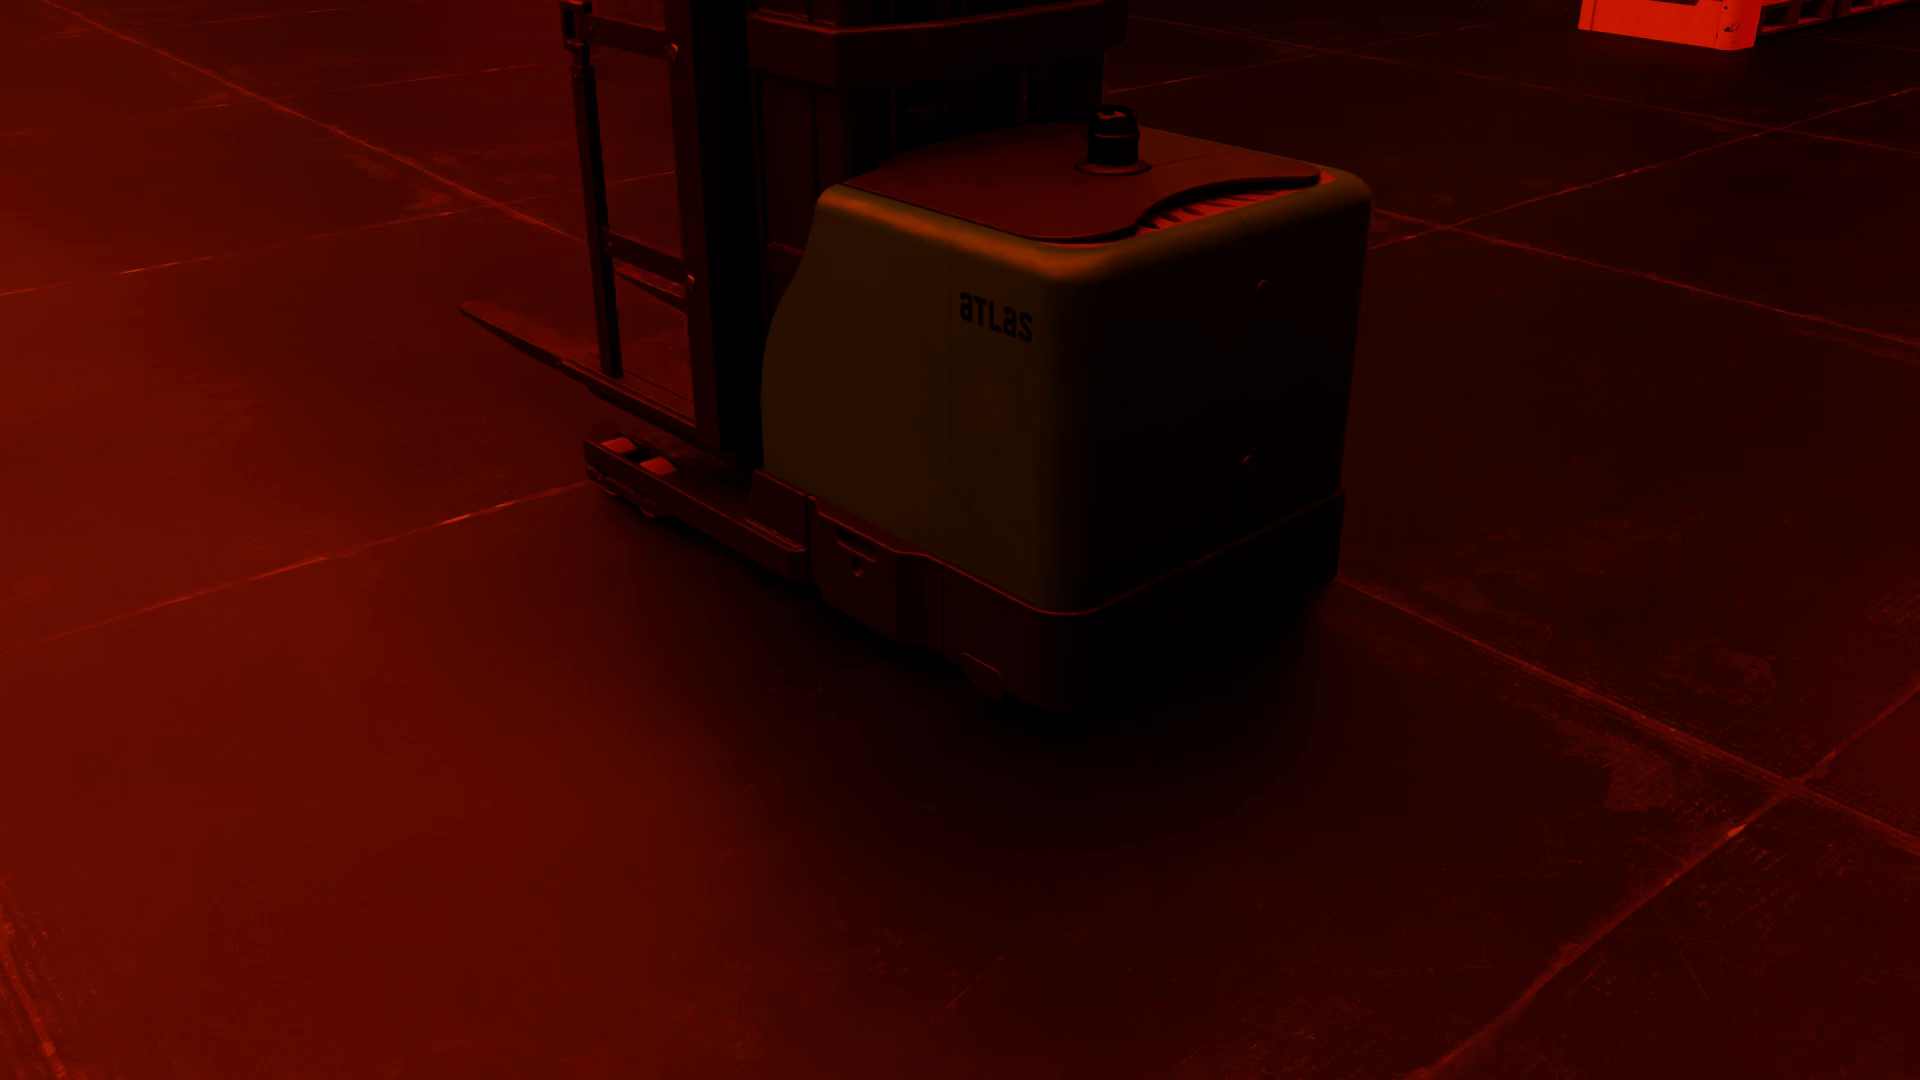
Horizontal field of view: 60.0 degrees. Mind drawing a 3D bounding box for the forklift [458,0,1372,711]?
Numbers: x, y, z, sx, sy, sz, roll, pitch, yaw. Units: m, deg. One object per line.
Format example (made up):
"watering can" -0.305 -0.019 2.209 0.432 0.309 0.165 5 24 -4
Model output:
"forklift" -0.421 -1.511 4.248 1.130 2.935 3.031 -22 34 -37
